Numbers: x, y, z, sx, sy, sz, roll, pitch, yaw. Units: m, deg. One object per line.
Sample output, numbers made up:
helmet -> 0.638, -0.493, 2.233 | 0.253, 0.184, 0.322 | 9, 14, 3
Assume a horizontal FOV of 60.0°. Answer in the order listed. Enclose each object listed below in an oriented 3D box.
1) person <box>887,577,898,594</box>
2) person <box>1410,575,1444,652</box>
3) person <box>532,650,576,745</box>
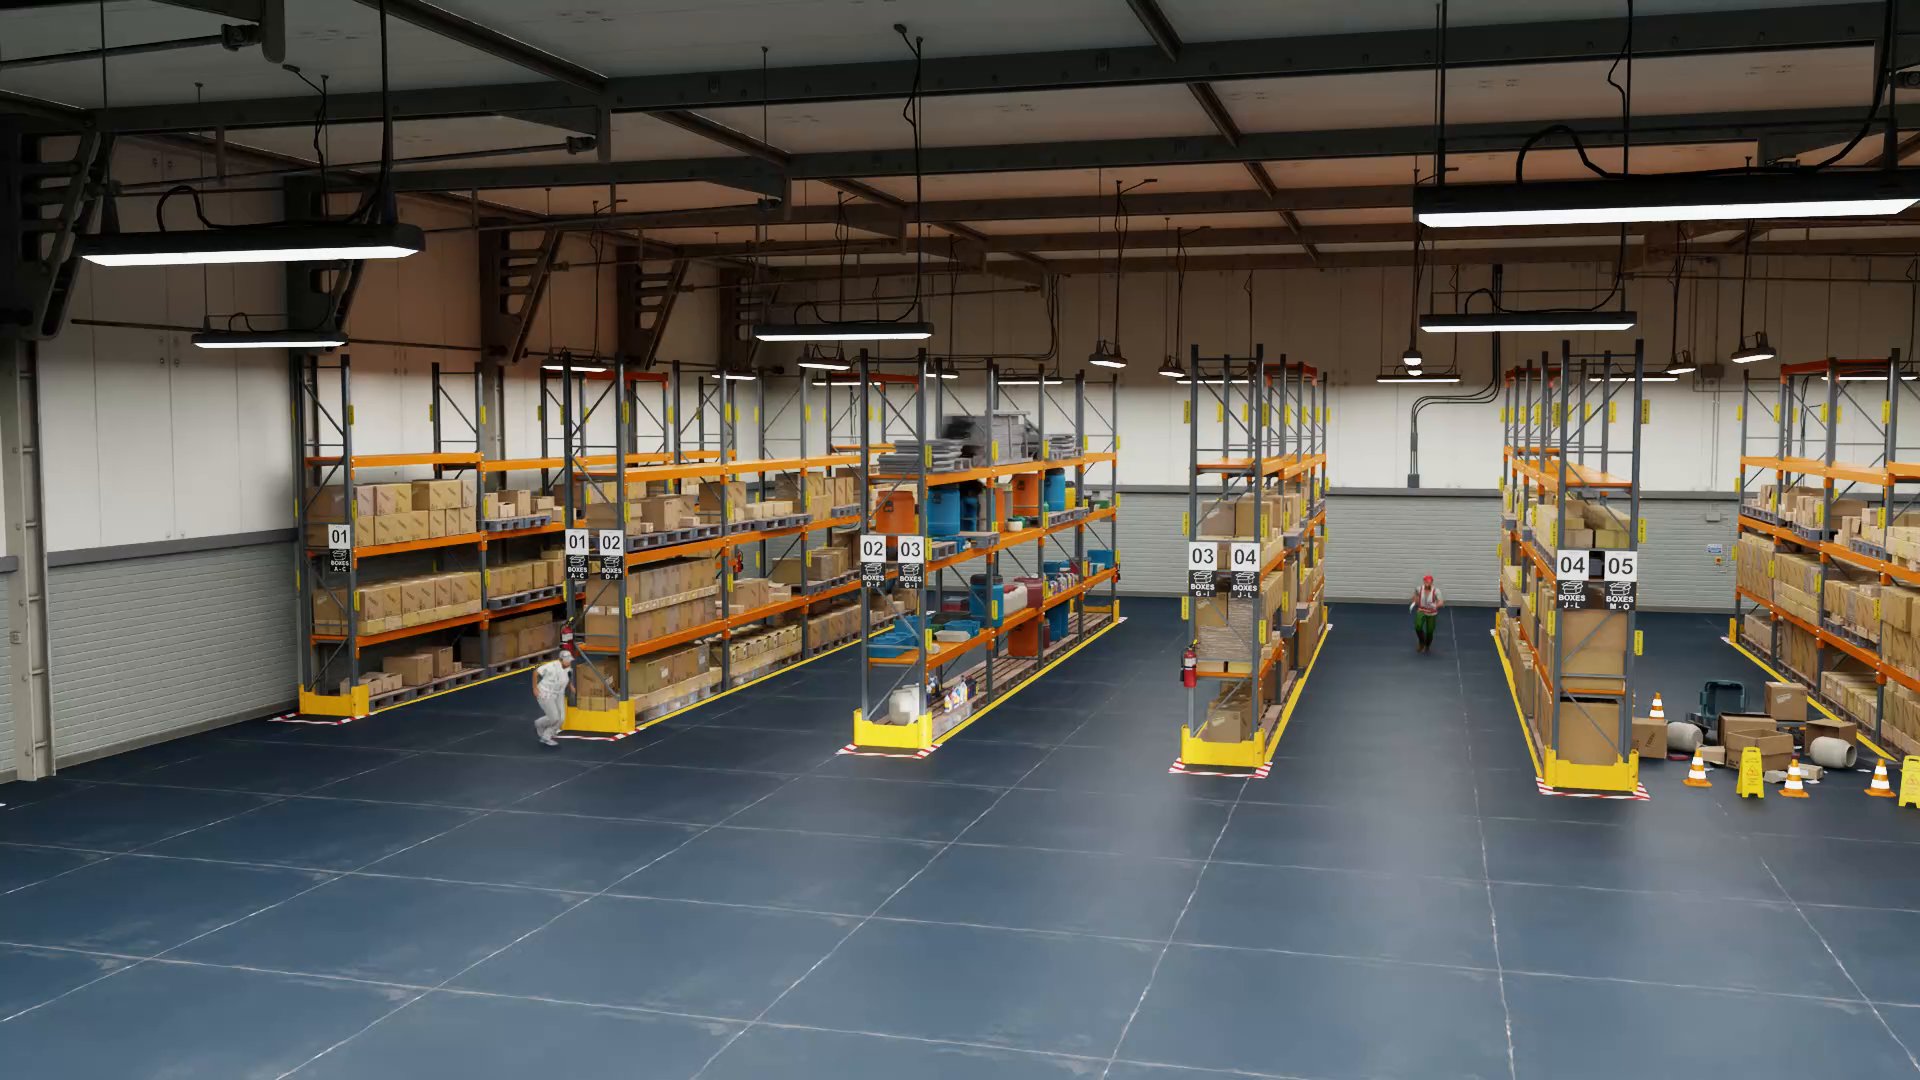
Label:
person -> -1.649, 0.943, 43.809 | 0.609, 1.547, 0.627 | -3, 5, -34
person -> 9.784, 1.536, 34.883 | 0.719, 1.653, 0.981 | 2, 5, 21
person -> -6.143, 2.390, 25.115 | 0.812, 1.494, 0.634 | 3, 5, 36
